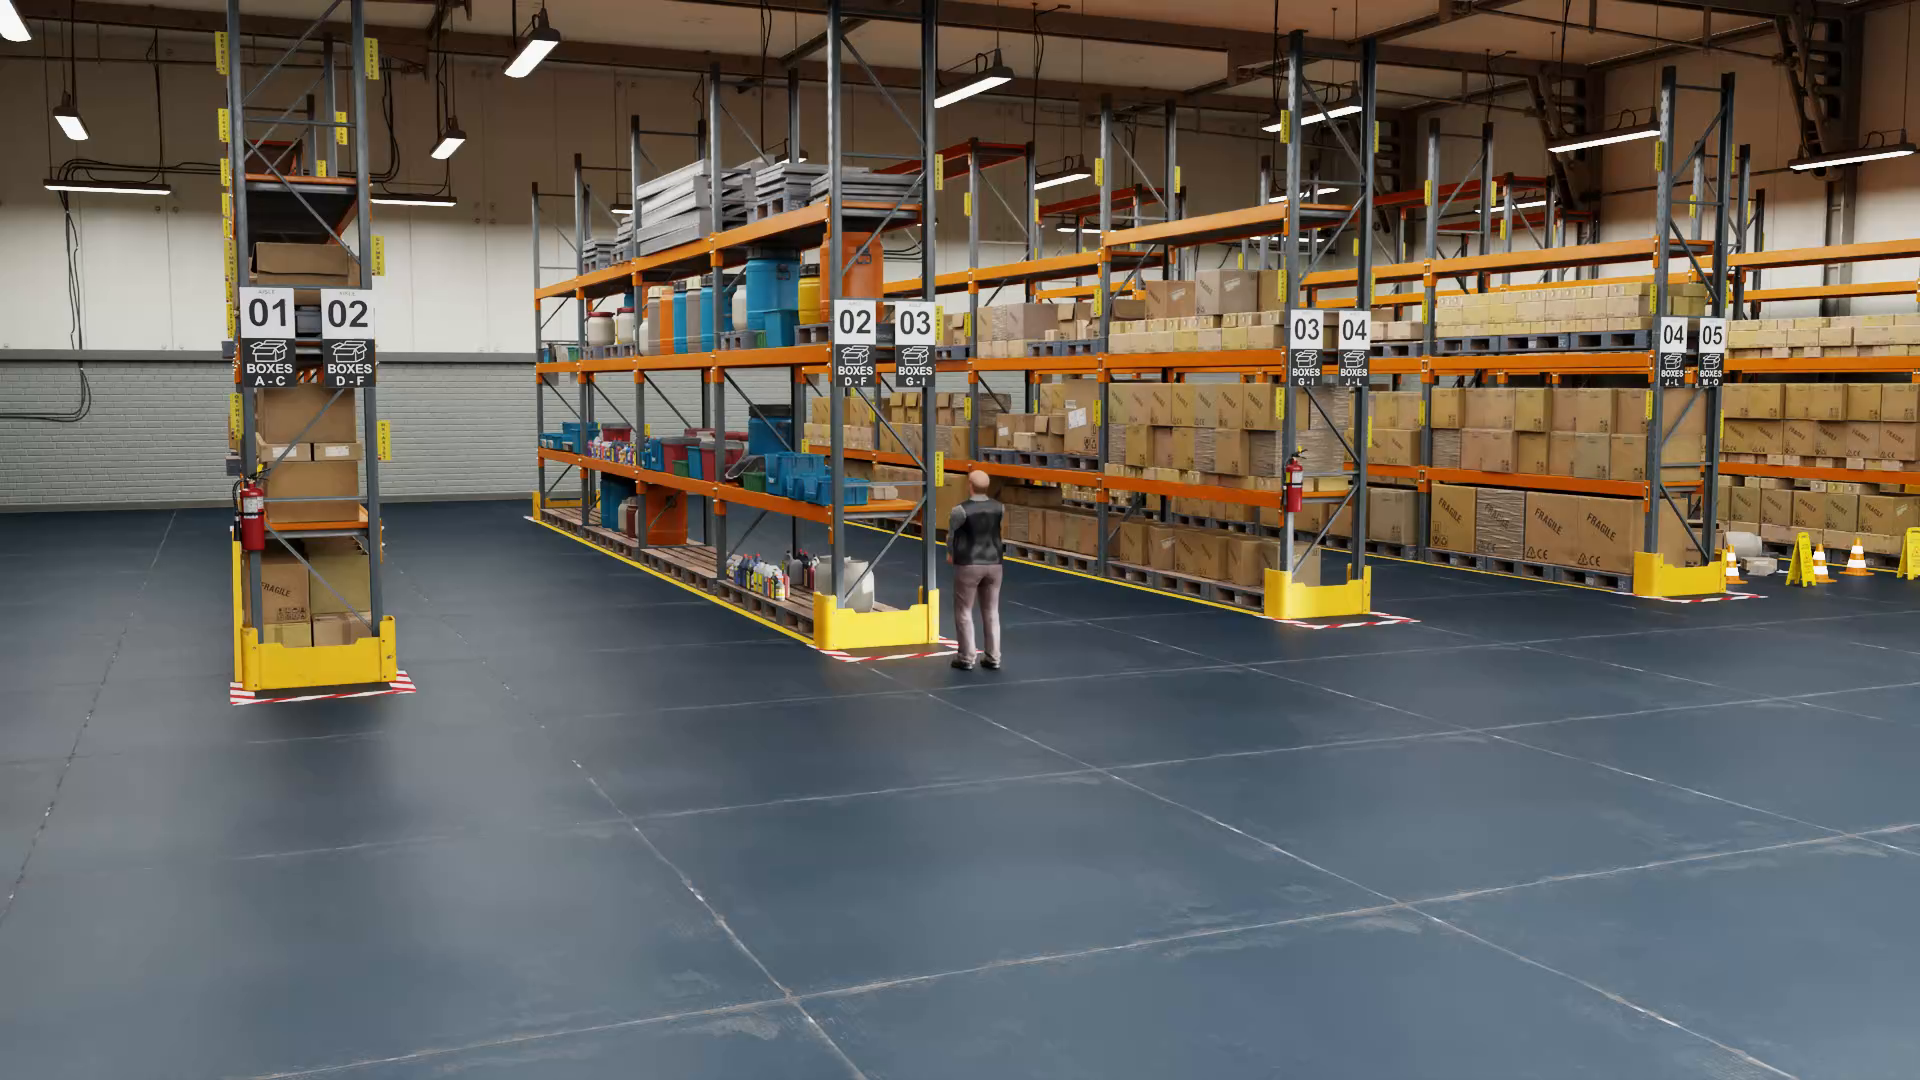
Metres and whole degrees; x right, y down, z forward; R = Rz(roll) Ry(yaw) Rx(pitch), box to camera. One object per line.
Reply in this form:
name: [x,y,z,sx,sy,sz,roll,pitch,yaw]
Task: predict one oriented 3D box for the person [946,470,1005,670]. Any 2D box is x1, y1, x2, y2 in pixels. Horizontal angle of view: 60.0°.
person: [0.103,0.248,14.279,0.494,1.711,0.551,-2,6,-23]
